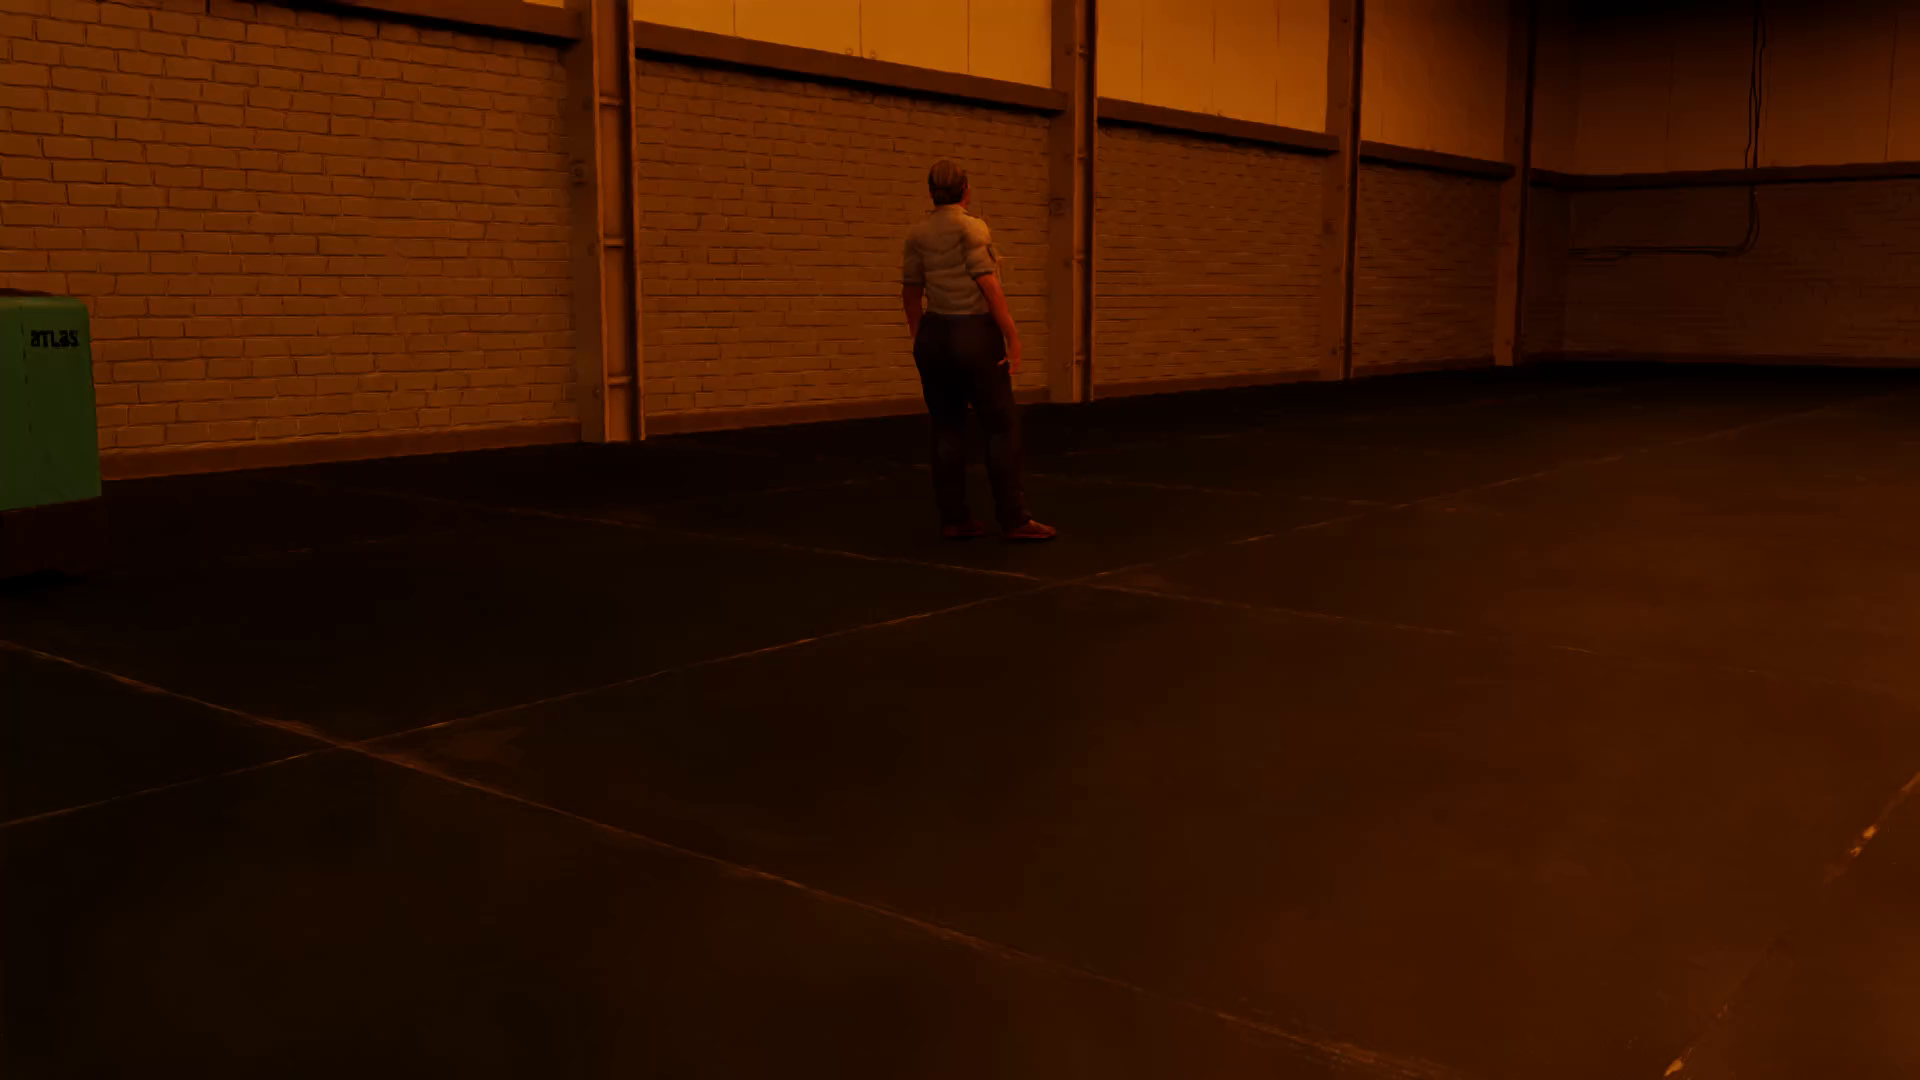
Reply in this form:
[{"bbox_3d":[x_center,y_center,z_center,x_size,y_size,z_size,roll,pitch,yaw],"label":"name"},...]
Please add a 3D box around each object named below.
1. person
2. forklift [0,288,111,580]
[{"bbox_3d":[0.074,-0.830,7.340,0.599,1.650,0.502,7,11,38],"label":"person"},{"bbox_3d":[-4.254,-1.136,5.046,1.130,2.935,3.031,3,9,19],"label":"forklift"}]
